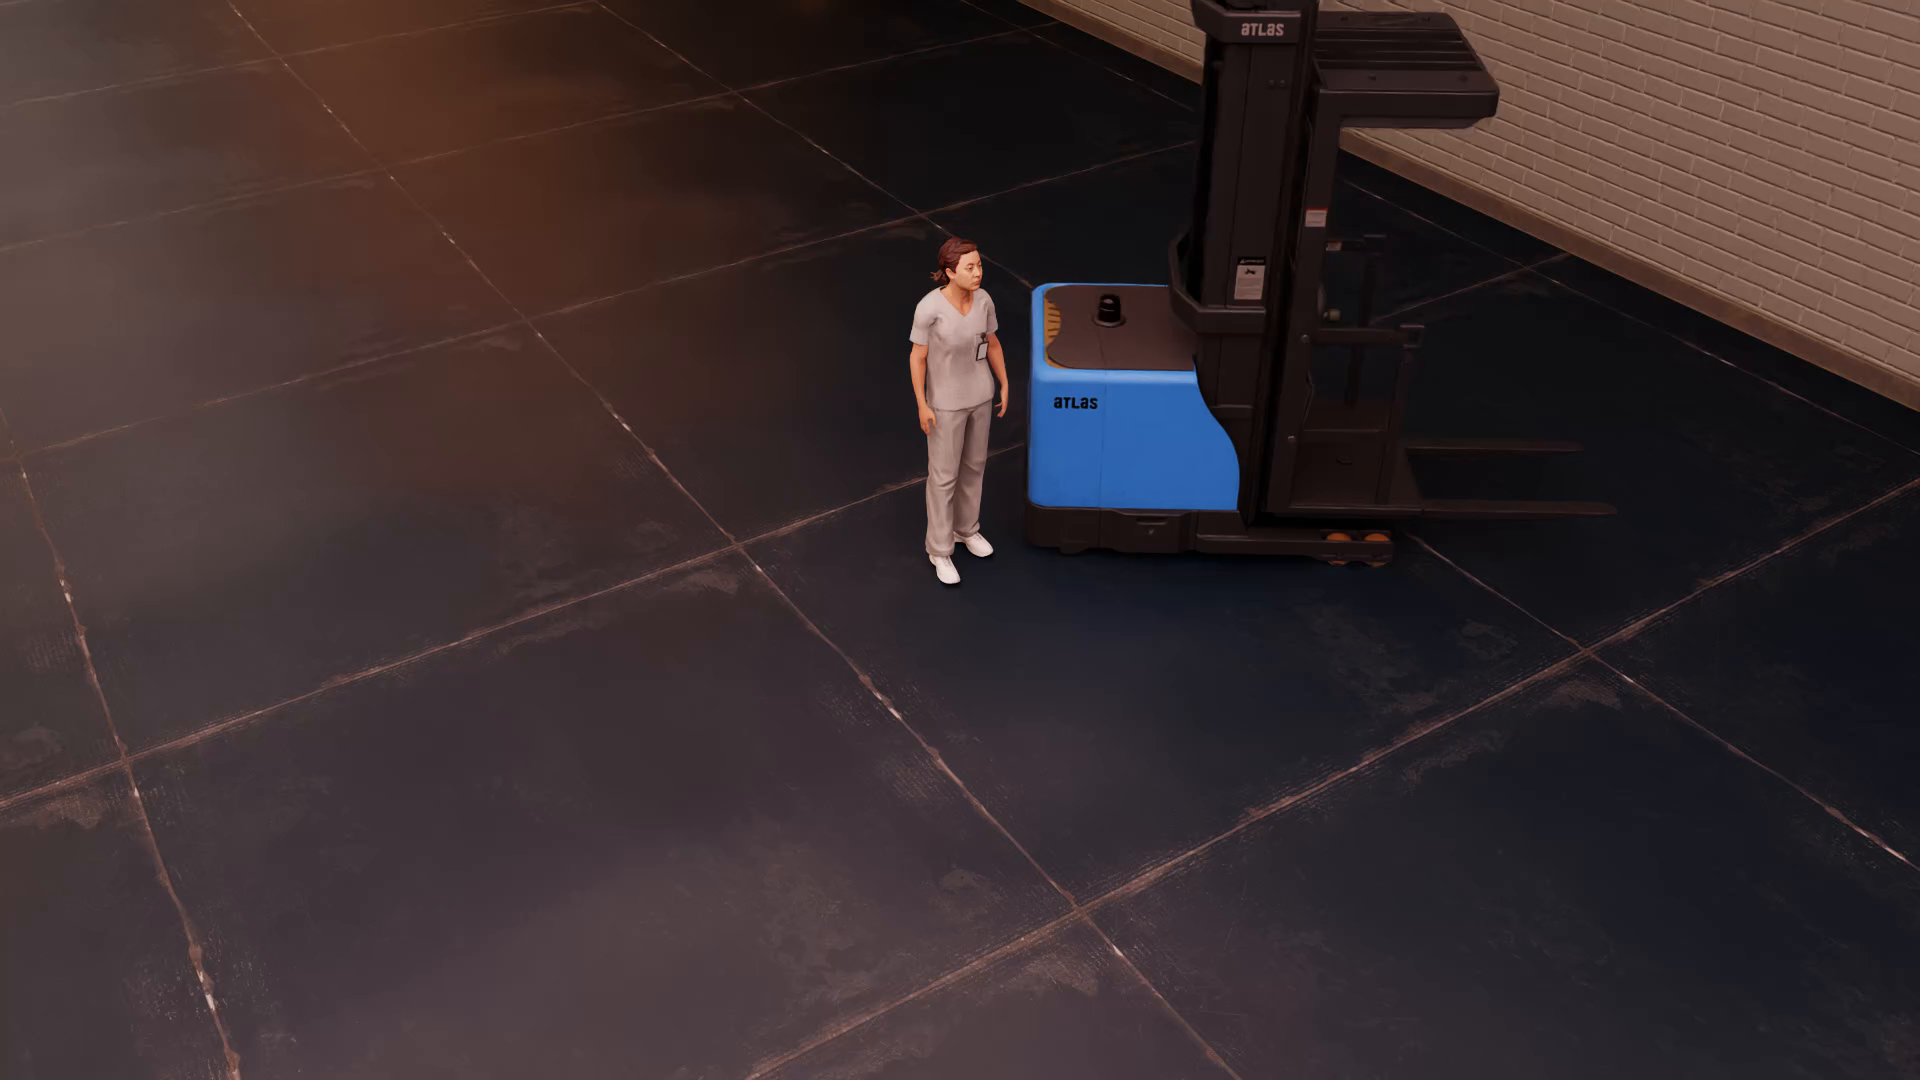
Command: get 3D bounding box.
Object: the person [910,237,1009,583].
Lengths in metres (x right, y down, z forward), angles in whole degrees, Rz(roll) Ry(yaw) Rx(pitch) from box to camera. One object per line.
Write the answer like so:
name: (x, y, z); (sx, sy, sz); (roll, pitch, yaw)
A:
person: (0.033, -0.644, 8.152); (0.549, 1.663, 0.532); (-21, 40, -27)

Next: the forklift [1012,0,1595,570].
forklift: (1.851, -1.457, 8.221); (3.031, 2.935, 1.130); (-6, 36, -9)
